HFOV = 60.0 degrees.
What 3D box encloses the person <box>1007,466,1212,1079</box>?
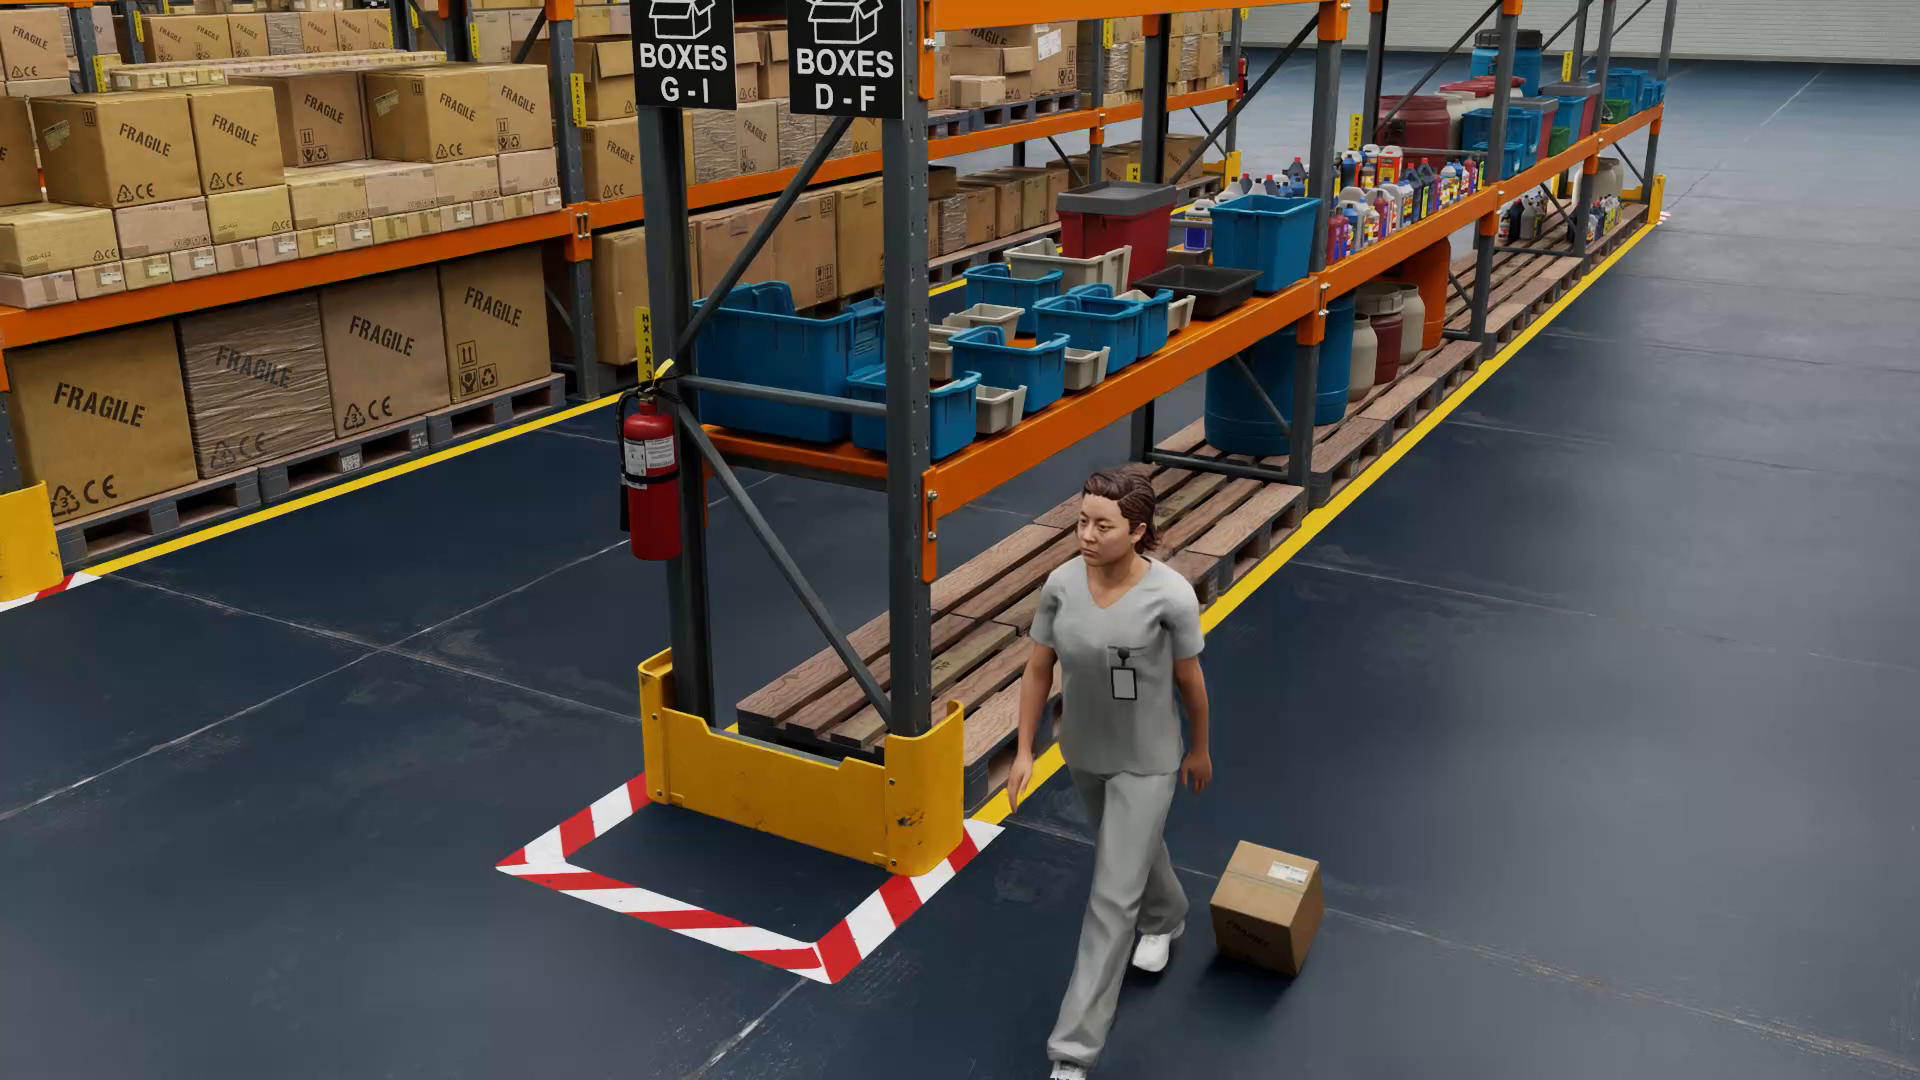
[{"bbox_3d":[0.370,0.579,4.427,0.453,1.597,1.053,13,23,33],"label":"person"}]
